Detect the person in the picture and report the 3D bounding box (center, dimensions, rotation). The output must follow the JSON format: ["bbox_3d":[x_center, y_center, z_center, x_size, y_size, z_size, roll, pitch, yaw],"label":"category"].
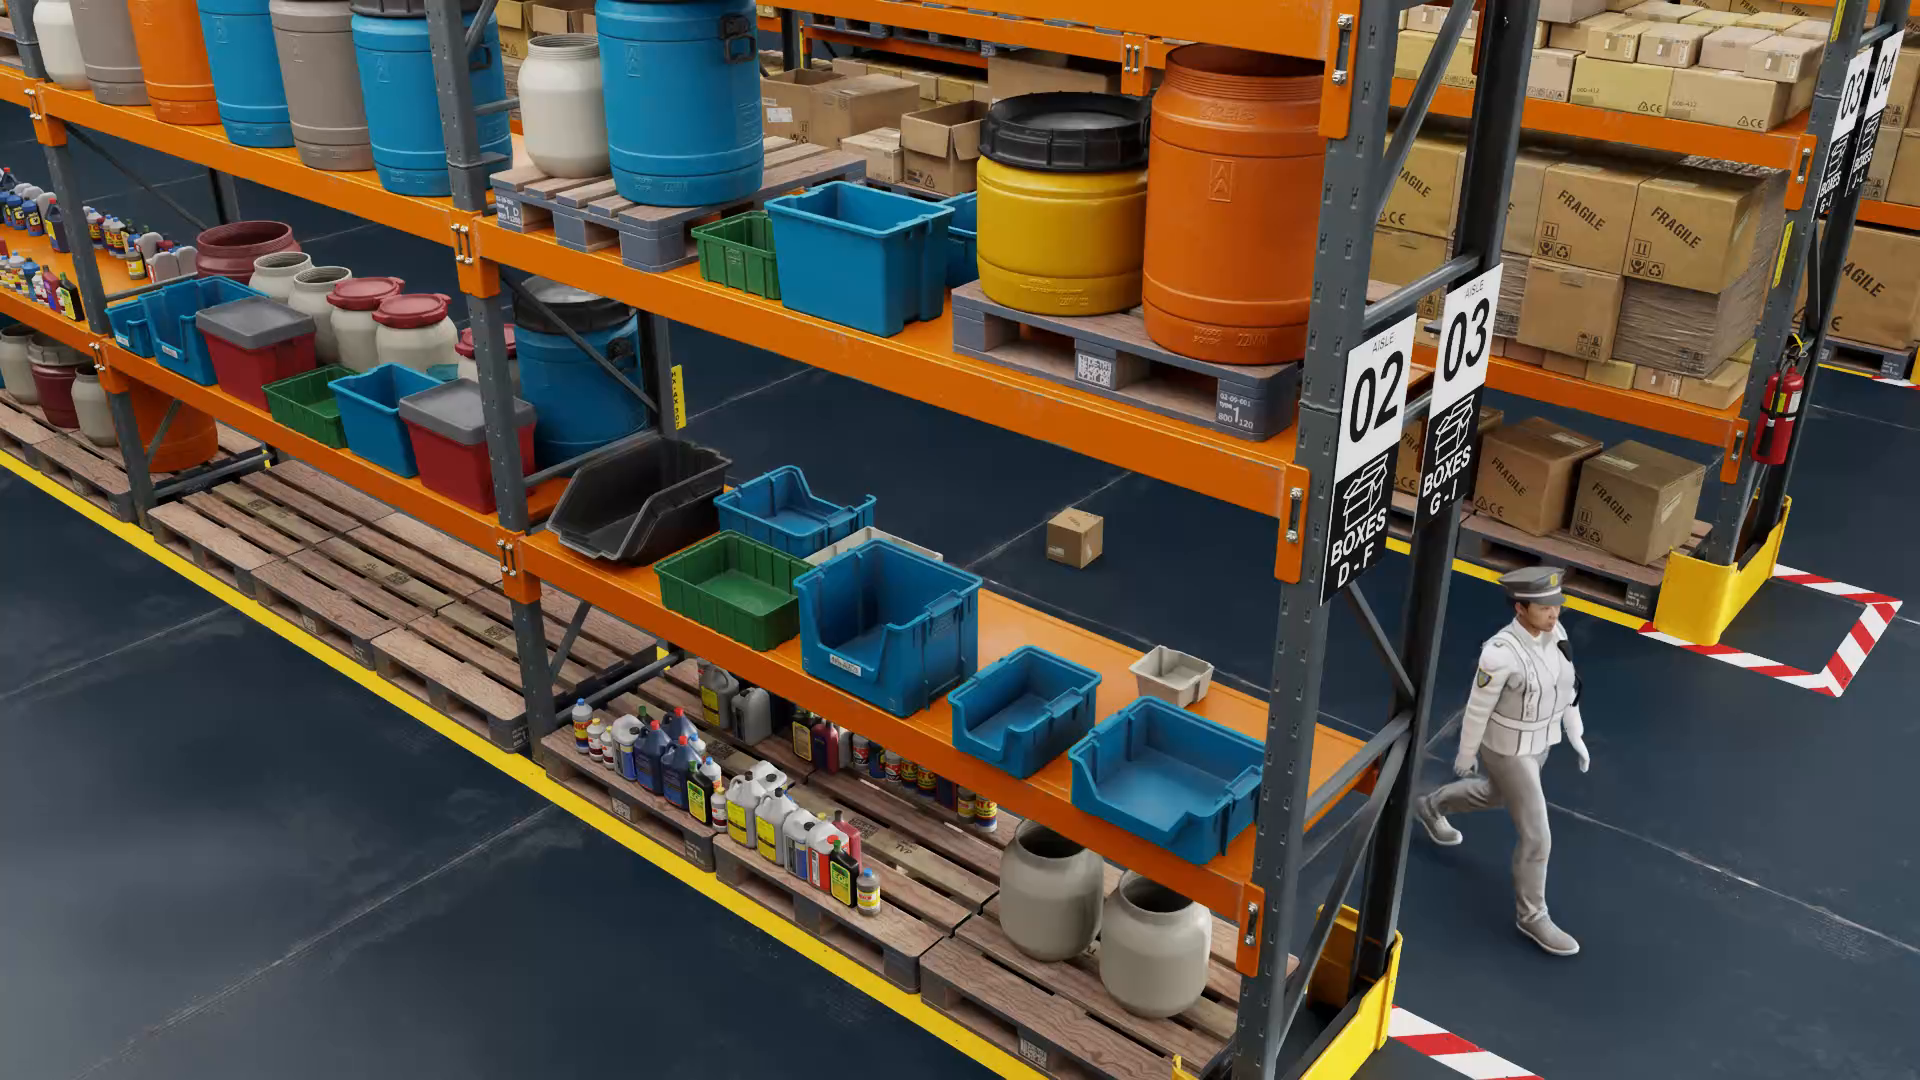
[{"bbox_3d":[2.353,0.829,6.997,0.490,1.637,0.975,-21,34,-35],"label":"person"}]
